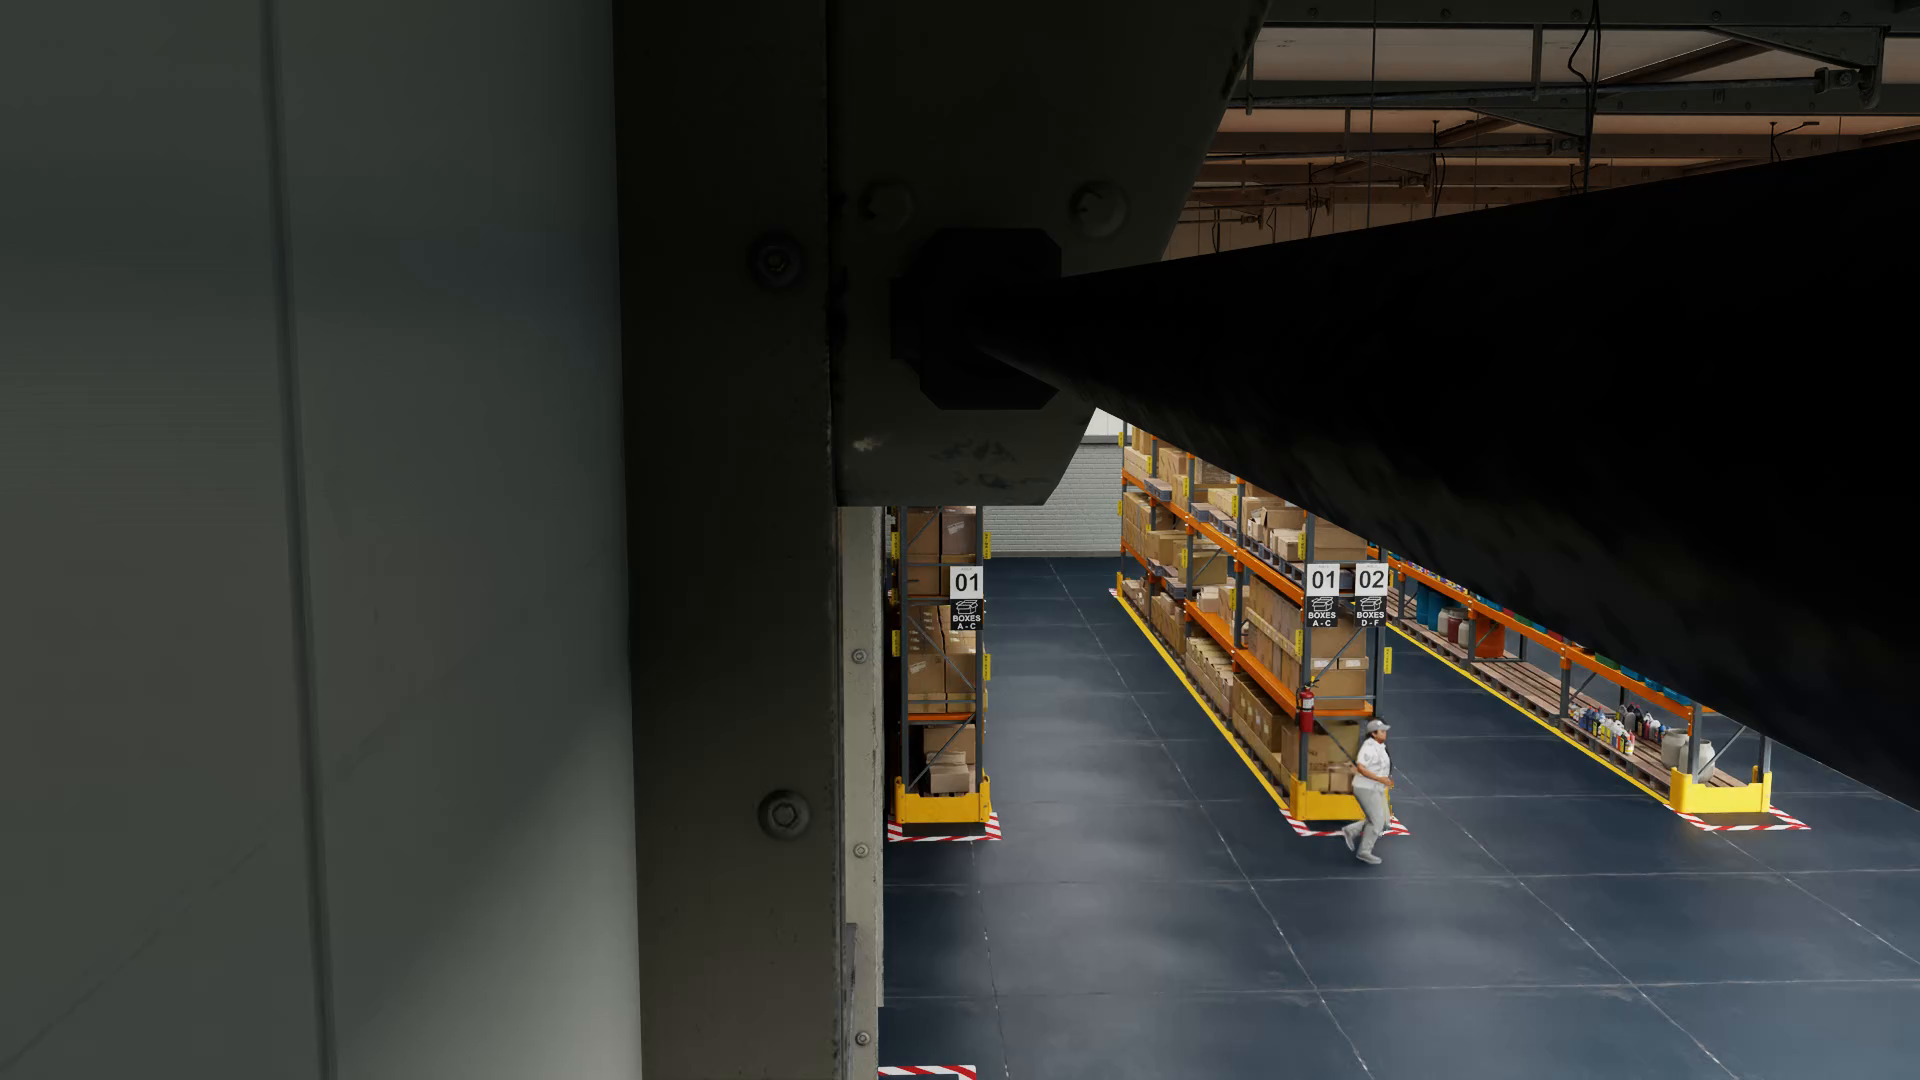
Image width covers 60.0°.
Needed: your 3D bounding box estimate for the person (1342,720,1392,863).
[{"bbox_3d":[4.729,2.867,19.156,0.579,1.613,0.635,5,9,30],"label":"person"}]
